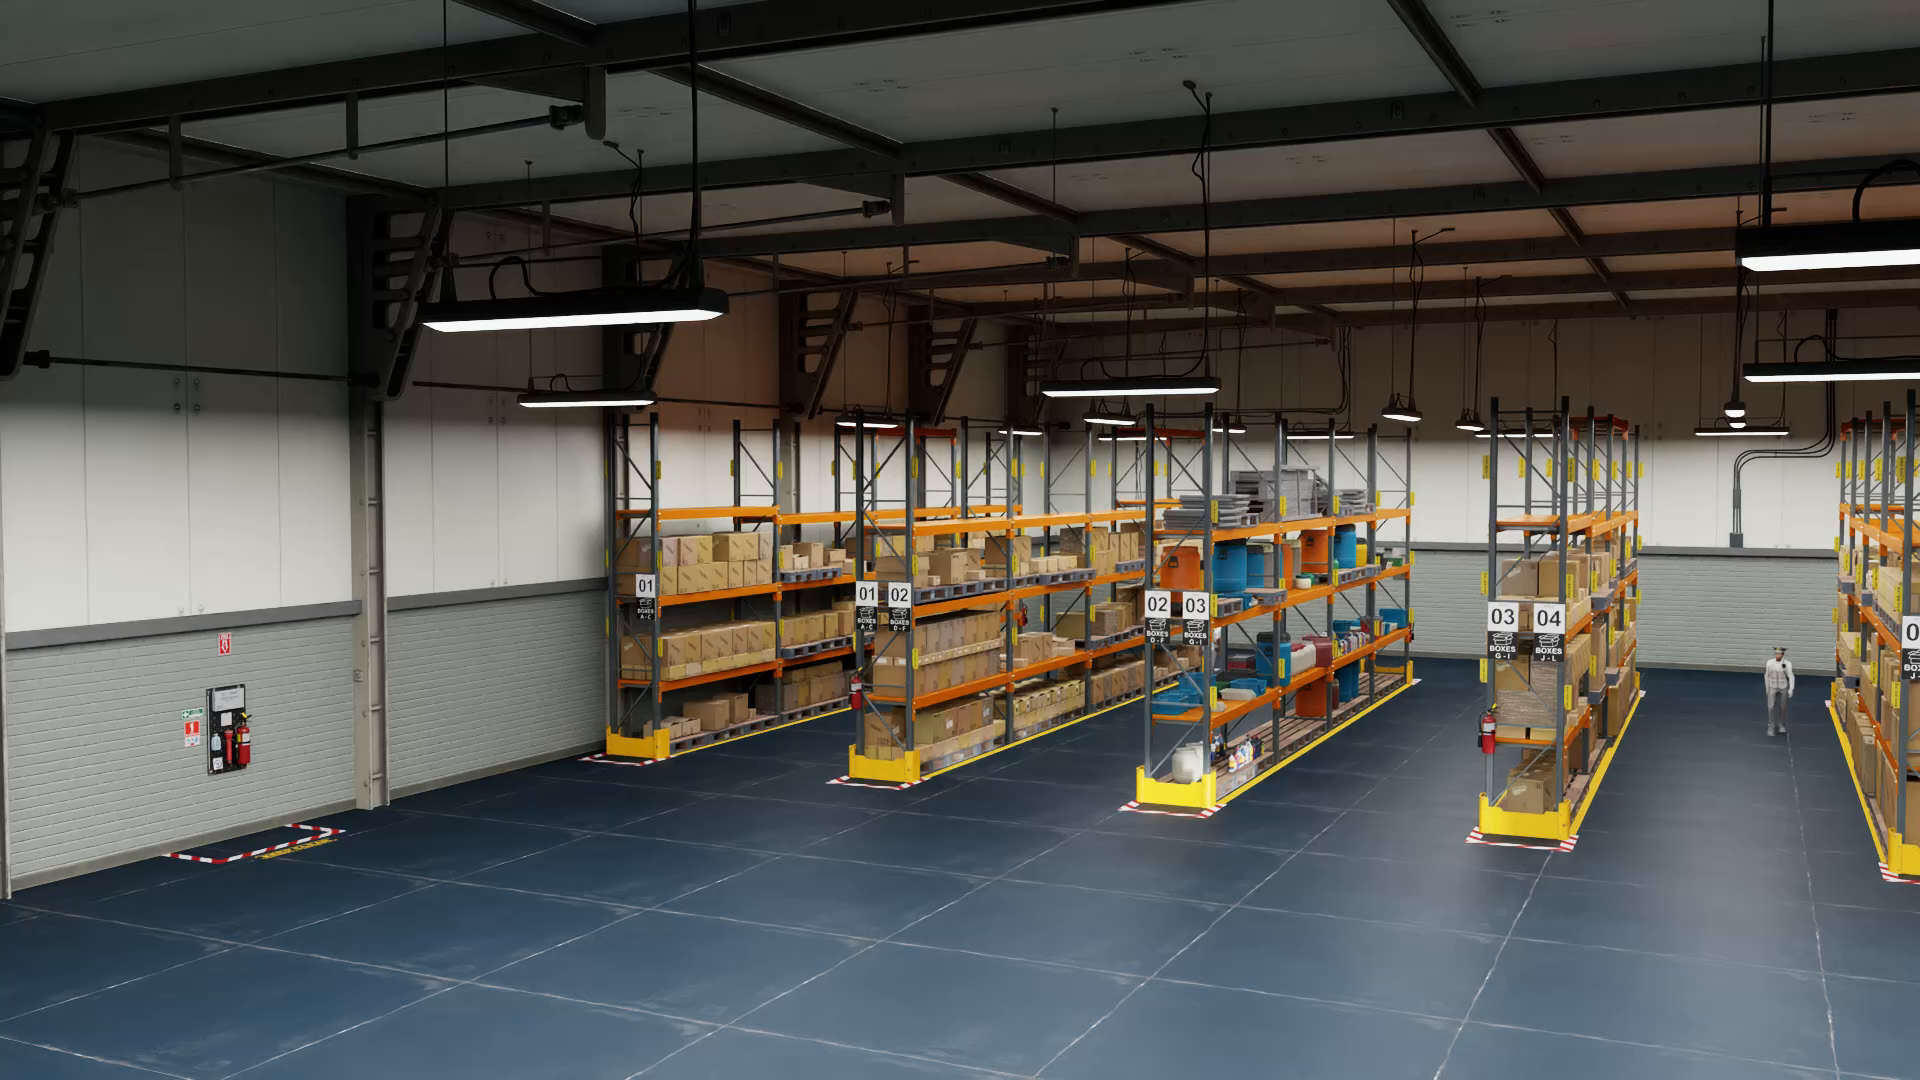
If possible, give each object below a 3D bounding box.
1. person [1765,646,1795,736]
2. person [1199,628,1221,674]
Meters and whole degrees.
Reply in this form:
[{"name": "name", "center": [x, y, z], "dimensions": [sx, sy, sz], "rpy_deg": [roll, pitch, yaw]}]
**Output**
[{"name": "person", "center": [15.503, 2.849, 31.471], "dimensions": [0.535, 1.676, 0.661], "rpy_deg": [2, 3, 35]}, {"name": "person", "center": [5.700, 2.557, 38.118], "dimensions": [0.484, 1.634, 0.918], "rpy_deg": [2, 3, 36]}]
